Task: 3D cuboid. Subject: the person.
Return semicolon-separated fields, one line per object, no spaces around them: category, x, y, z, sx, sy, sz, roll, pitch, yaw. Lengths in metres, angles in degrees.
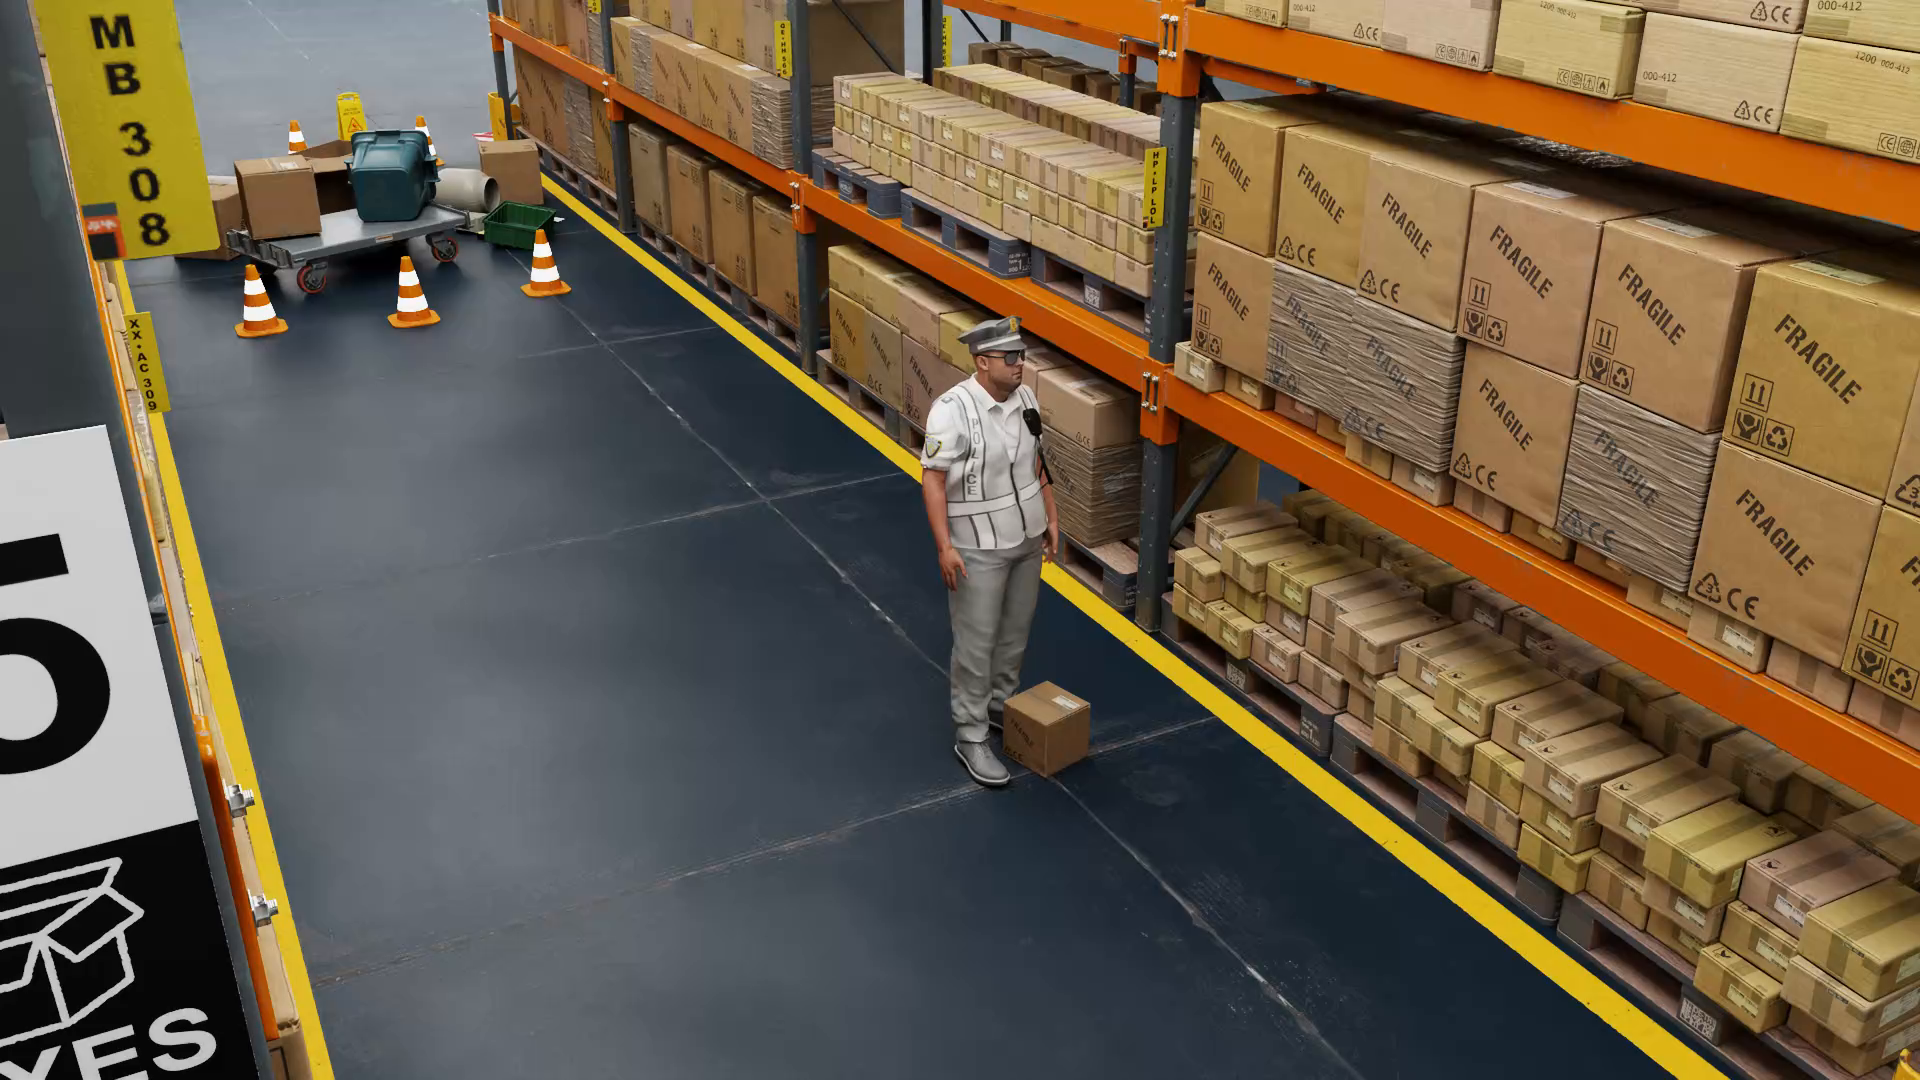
person;0.184;0.006;6.534;0.640;1.780;0.575;-21;32;-37
